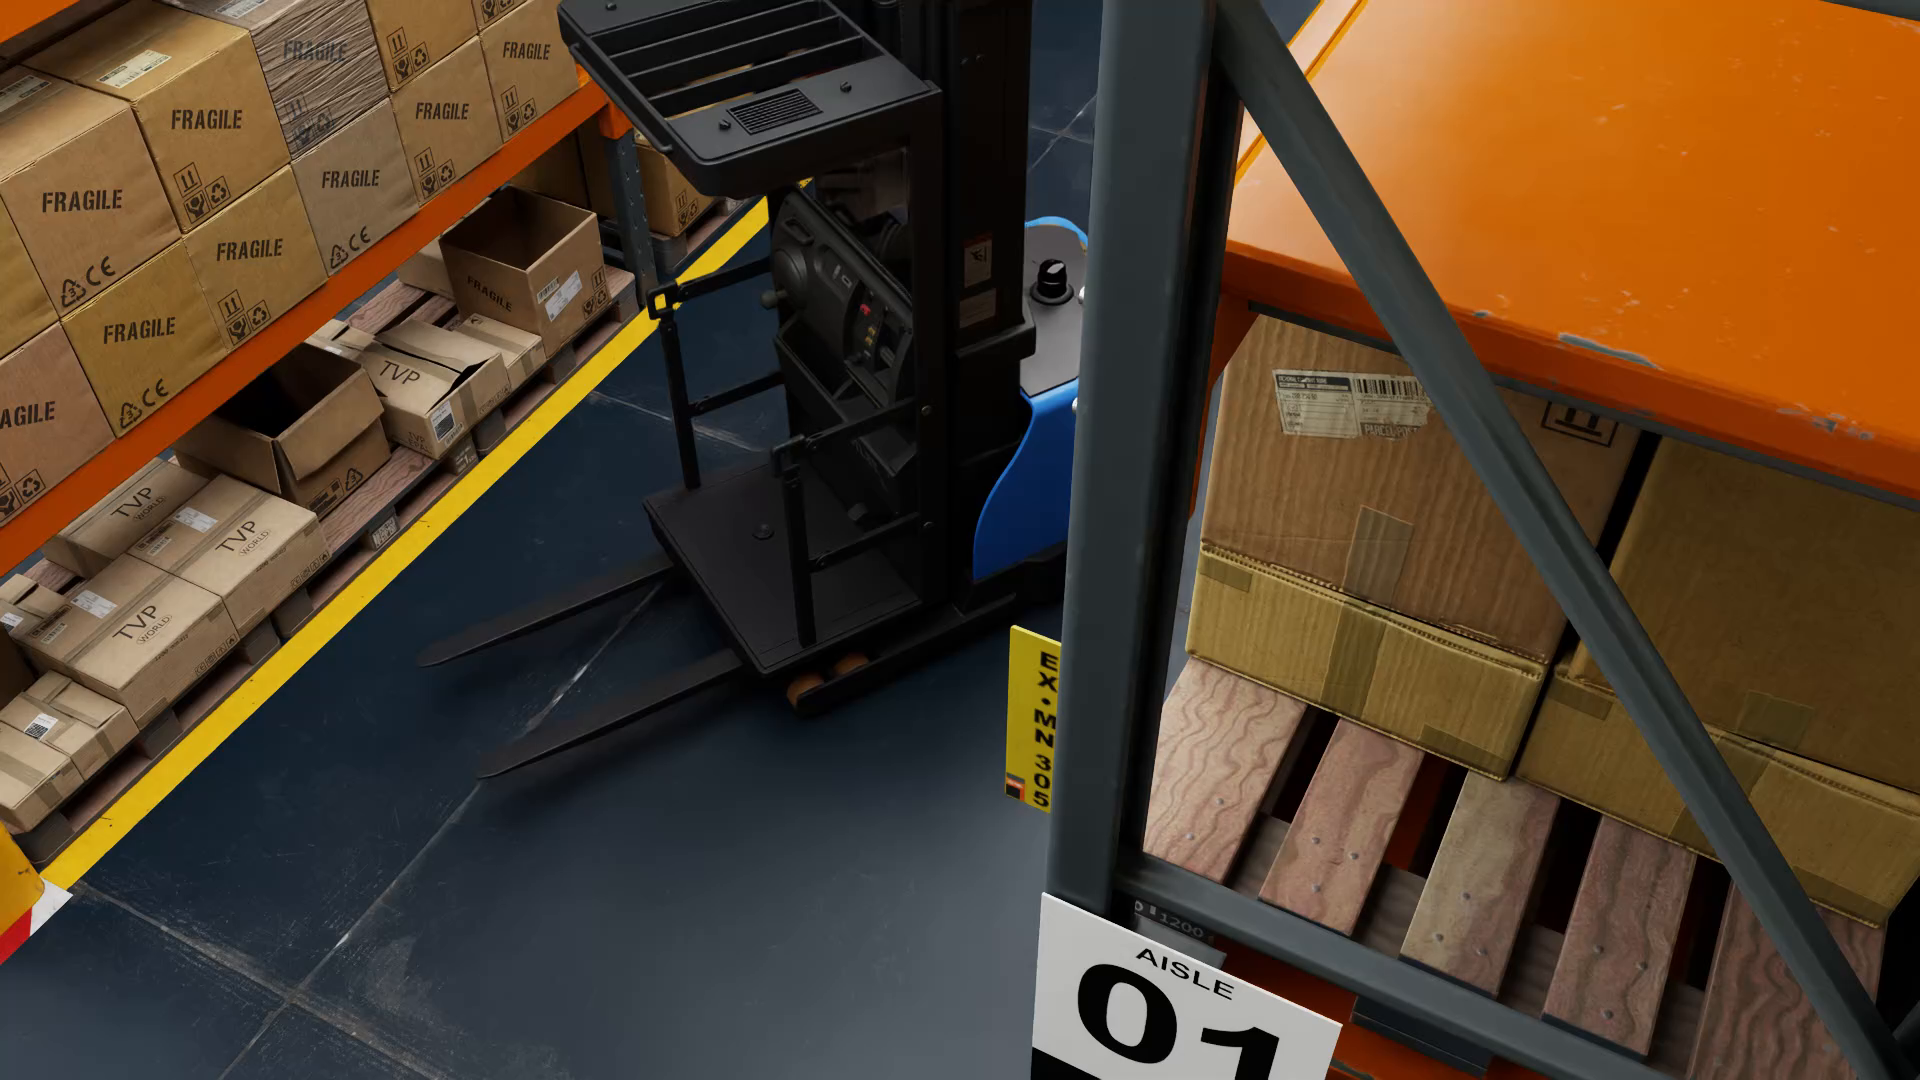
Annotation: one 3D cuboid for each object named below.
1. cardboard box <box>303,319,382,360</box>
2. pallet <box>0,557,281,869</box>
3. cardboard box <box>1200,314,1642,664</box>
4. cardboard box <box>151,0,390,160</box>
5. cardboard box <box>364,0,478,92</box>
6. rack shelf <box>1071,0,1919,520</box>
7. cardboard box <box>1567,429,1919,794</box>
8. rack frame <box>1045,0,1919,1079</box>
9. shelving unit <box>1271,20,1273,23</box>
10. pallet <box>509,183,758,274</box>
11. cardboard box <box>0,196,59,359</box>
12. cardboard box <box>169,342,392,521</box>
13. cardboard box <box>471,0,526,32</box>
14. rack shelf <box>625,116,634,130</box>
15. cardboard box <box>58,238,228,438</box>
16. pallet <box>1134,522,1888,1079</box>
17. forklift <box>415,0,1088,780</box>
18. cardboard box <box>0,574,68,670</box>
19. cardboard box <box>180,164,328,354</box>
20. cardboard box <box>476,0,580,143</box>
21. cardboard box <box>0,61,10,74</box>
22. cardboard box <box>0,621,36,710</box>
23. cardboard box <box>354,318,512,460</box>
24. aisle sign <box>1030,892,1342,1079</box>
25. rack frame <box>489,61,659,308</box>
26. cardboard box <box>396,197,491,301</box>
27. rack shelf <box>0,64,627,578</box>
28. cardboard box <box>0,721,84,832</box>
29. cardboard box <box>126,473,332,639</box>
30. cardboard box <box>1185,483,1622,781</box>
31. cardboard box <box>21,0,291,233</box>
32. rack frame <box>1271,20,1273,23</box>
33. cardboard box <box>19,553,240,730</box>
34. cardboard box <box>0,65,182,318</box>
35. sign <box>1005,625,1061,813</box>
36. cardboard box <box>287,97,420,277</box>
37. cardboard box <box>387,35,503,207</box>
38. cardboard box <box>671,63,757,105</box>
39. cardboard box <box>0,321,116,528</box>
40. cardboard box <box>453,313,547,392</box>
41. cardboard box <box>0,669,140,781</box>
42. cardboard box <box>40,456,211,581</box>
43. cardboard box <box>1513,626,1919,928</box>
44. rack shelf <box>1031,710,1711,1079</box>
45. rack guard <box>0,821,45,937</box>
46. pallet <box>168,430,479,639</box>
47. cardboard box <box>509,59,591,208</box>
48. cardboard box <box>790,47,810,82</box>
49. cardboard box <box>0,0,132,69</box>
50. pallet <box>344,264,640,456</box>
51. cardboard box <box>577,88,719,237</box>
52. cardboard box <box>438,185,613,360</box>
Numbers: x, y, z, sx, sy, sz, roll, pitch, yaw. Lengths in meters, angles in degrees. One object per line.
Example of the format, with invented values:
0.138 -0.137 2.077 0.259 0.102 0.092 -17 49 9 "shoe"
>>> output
-2.734 -0.815 7.409 0.380 0.166 0.250 20 49 19 "cardboard box"
-3.407 0.552 6.336 1.003 0.211 1.213 20 49 19 "pallet"
0.676 -0.244 2.266 0.500 0.500 0.500 20 49 19 "cardboard box"
-2.430 -1.739 5.867 0.500 0.500 0.500 21 49 19 "cardboard box"
-2.196 -2.057 6.180 0.500 0.500 0.500 20 49 18 "cardboard box"
1.506 -1.220 2.696 1.077 0.370 4.000 20 49 19 "rack shelf"
1.130 -0.073 2.097 0.500 0.500 0.500 19 48 18 "cardboard box"
0.578 -0.354 1.053 1.000 3.000 0.127 20 49 19 "rack frame"
0.934 -1.397 7.356 0.587 1.500 1.083 14 47 13 "shelving unit"
-1.611 -1.943 8.801 1.003 0.211 1.213 20 49 19 "pallet"
-3.136 -0.789 4.927 0.500 0.500 0.500 21 49 19 "cardboard box"
-2.823 -0.490 6.851 0.797 0.503 0.637 20 49 19 "cardboard box"
-1.960 -2.380 6.500 0.500 0.500 0.500 21 49 19 "cardboard box"
-1.027 -3.405 8.792 1.077 0.370 4.000 20 49 19 "rack shelf"
-2.902 -0.748 5.590 0.500 0.500 0.500 20 49 19 "cardboard box"
0.913 0.261 2.616 1.003 0.211 1.213 20 49 19 "pallet"
-0.597 -0.794 5.754 3.031 2.935 1.130 -24 50 -22 "forklift"
-3.510 0.314 6.293 0.380 0.166 0.250 20 49 19 "cardboard box"
-2.668 -1.062 5.900 0.500 0.500 0.500 21 49 20 "cardboard box"
-1.960 -2.033 6.860 0.500 0.500 0.500 21 49 20 "cardboard box"
-3.378 -1.283 5.415 0.500 0.500 0.500 22 49 20 "cardboard box"
-3.778 0.422 5.952 0.500 0.500 0.500 20 49 19 "cardboard box"
-2.316 -0.682 7.176 0.500 0.311 0.500 20 49 19 "cardboard box"
0.278 0.788 2.315 0.394 0.787 0.004 20 49 19 "aisle sign"
-1.955 -2.398 7.291 1.000 3.000 0.127 20 49 19 "rack frame"
-2.341 -1.414 7.900 0.500 0.311 0.500 20 49 19 "cardboard box"
-2.883 -0.885 6.301 1.077 0.370 4.000 20 49 19 "rack shelf"
-3.313 0.819 5.806 0.380 0.149 0.250 20 49 19 "cardboard box"
-2.844 0.055 6.490 0.500 0.250 0.500 20 49 19 "cardboard box"
0.682 0.022 2.530 0.500 0.250 0.500 22 49 20 "cardboard box"
-2.665 -1.423 5.554 0.500 0.500 0.500 20 49 19 "cardboard box"
1.099 -1.746 7.701 0.500 1.500 0.032 14 47 13 "rack frame"
-3.076 0.370 6.179 0.500 0.250 0.500 20 49 19 "cardboard box"
-2.900 -1.103 5.237 0.500 0.500 0.500 21 49 20 "cardboard box"
0.103 0.229 2.018 0.100 0.325 0.005 20 49 19 "sign"
-2.434 -1.384 6.218 0.500 0.500 0.500 22 49 20 "cardboard box"
-2.198 -1.708 6.539 0.500 0.500 0.500 22 49 20 "cardboard box"
-1.277 -2.238 8.581 0.500 0.500 0.500 21 49 20 "cardboard box"
-3.137 -0.432 5.278 0.500 0.500 0.500 20 49 19 "cardboard box"
-2.089 -0.842 7.448 0.380 0.149 0.250 20 49 19 "cardboard box"
-3.197 0.655 5.956 0.380 0.166 0.250 20 49 19 "cardboard box"
-3.310 -0.079 6.622 0.500 0.250 0.500 20 49 19 "cardboard box"
1.134 0.192 2.362 0.500 0.250 0.500 23 50 21 "cardboard box"
1.506 -0.306 3.620 1.077 0.370 4.000 20 49 19 "rack shelf"
-3.777 0.953 5.737 1.175 0.500 0.348 20 49 19 "rack guard"
-2.840 -0.214 7.093 1.003 0.211 1.213 20 49 19 "pallet"
-1.980 -2.079 8.424 0.500 0.500 0.500 20 49 19 "cardboard box"
-1.038 -2.550 8.890 0.500 0.500 0.500 21 49 20 "cardboard box"
-3.140 -1.606 5.735 0.500 0.500 0.500 22 49 20 "cardboard box"
-2.275 -0.985 7.855 1.003 0.211 1.213 20 49 19 "pallet"
-1.515 -1.898 8.245 0.500 0.500 0.500 18 48 17 "cardboard box"
-1.968 -1.221 7.576 0.500 0.500 0.500 20 49 19 "cardboard box"
